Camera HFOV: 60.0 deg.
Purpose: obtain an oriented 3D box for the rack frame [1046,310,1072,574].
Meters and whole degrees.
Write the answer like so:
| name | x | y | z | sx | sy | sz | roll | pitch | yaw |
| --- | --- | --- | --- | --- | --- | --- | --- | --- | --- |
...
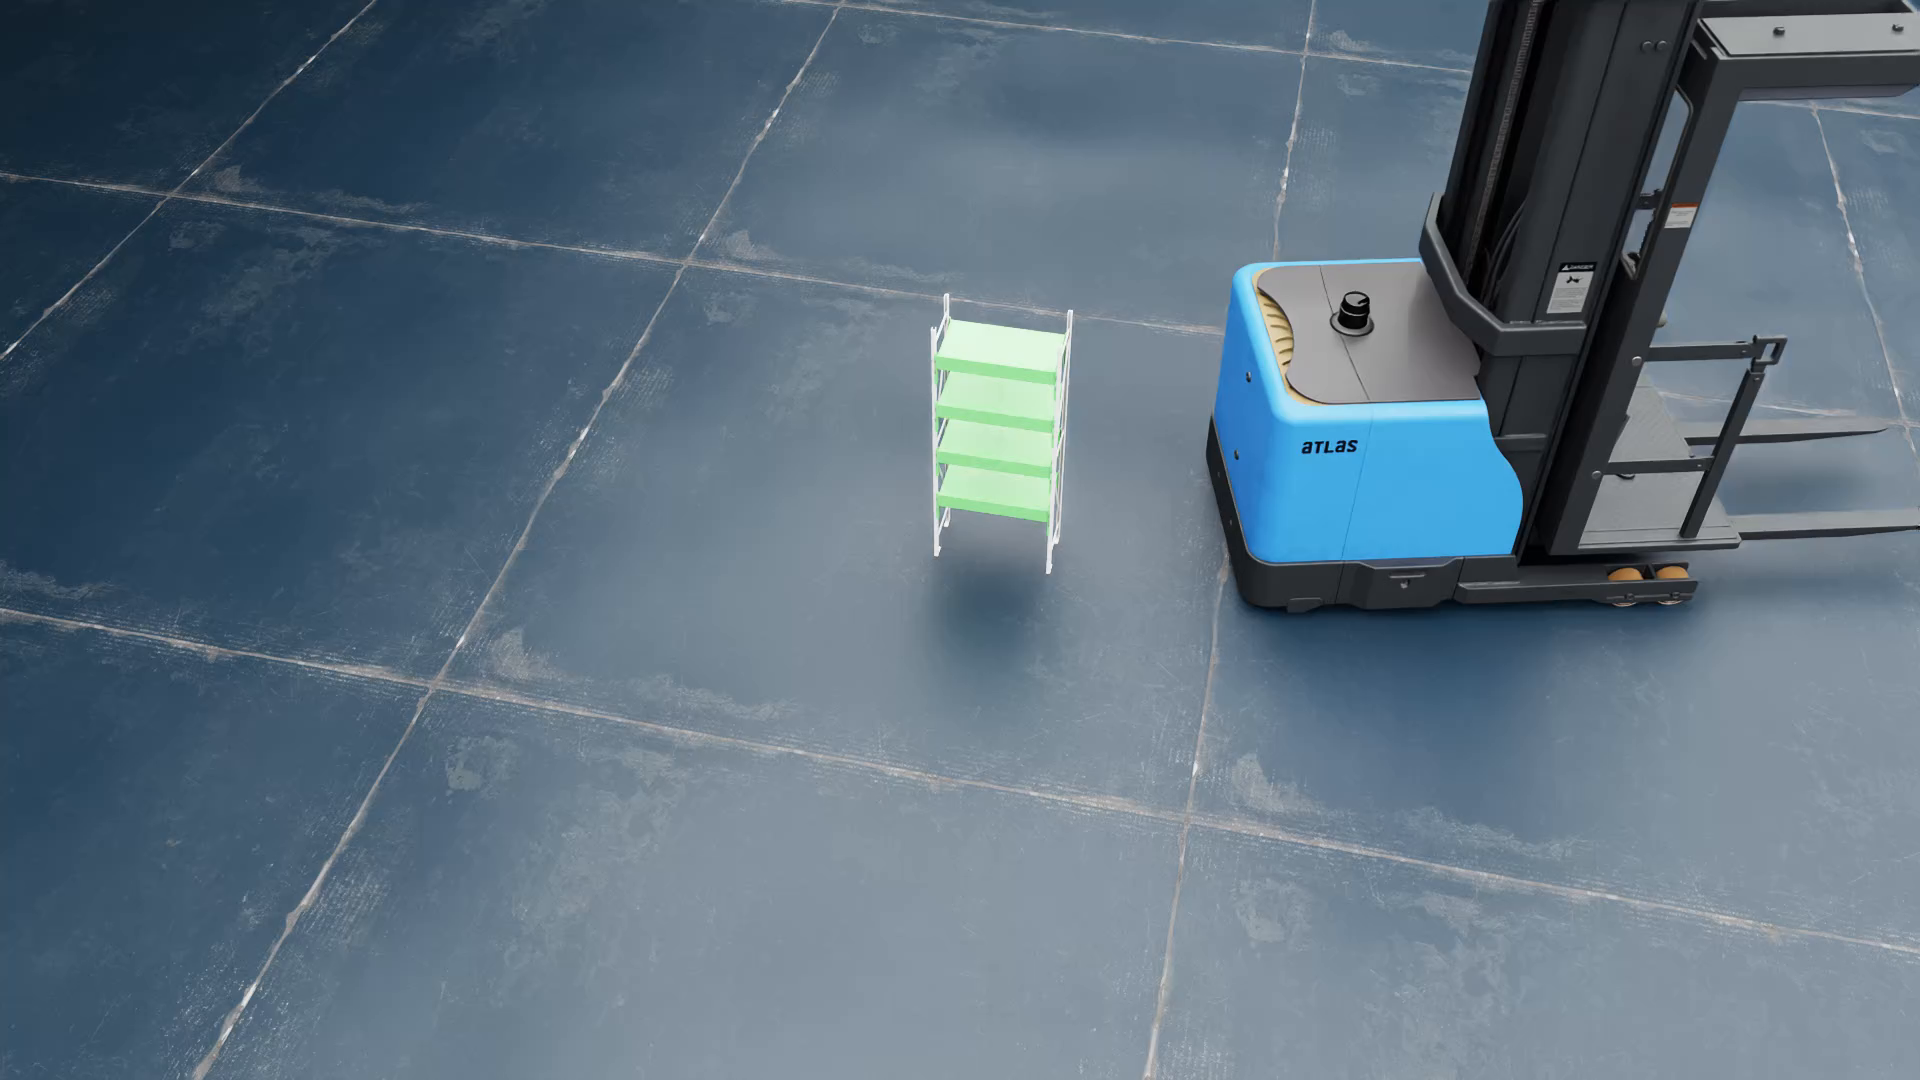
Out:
| name | x | y | z | sx | sy | sz | roll | pitch | yaw |
| --- | --- | --- | --- | --- | --- | --- | --- | --- | --- |
| rack frame | 0.400 | -0.370 | 6.730 | 0.015 | 1.200 | 0.240 | 9 | 45 | 9 |

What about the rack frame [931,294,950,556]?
| name | x | y | z | sx | sy | sz | roll | pitch | yaw |
| --- | --- | --- | --- | --- | --- | --- | --- | --- | --- |
| rack frame | -0.077 | -0.444 | 6.806 | 0.015 | 1.200 | 0.240 | 9 | 45 | 9 |

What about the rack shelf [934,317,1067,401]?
| name | x | y | z | sx | sy | sz | roll | pitch | yaw |
| --- | --- | --- | --- | --- | --- | --- | --- | --- | --- |
| rack shelf | 0.162 | -0.707 | 6.479 | 0.480 | 0.148 | 0.258 | 9 | 45 | 9 |

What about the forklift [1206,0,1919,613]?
| name | x | y | z | sx | sy | sz | roll | pitch | yaw |
| --- | --- | --- | --- | --- | --- | --- | --- | --- | --- |
| forklift | 2.644 | -1.146 | 6.288 | 3.031 | 2.935 | 1.130 | -2 | 44 | -2 |

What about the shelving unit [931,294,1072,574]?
| name | x | y | z | sx | sy | sz | roll | pitch | yaw |
| --- | --- | --- | --- | --- | --- | --- | --- | --- | --- |
| shelving unit | 0.162 | -0.407 | 6.768 | 0.503 | 1.200 | 0.258 | 9 | 45 | 9 |

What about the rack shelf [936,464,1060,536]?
| name | x | y | z | sx | sy | sz | roll | pitch | yaw |
| --- | --- | --- | --- | --- | --- | --- | --- | --- | --- |
| rack shelf | 0.162 | -0.188 | 6.979 | 0.480 | 0.148 | 0.258 | 9 | 45 | 9 |

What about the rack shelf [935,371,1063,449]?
| name | x | y | z | sx | sy | sz | roll | pitch | yaw |
| --- | --- | --- | --- | --- | --- | --- | --- | --- | --- |
| rack shelf | 0.162 | -0.534 | 6.646 | 0.480 | 0.148 | 0.258 | 9 | 45 | 9 |

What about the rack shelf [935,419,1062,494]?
| name | x | y | z | sx | sy | sz | roll | pitch | yaw |
| --- | --- | --- | --- | --- | --- | --- | --- | --- | --- |
| rack shelf | 0.162 | -0.361 | 6.812 | 0.480 | 0.148 | 0.258 | 9 | 45 | 9 |
